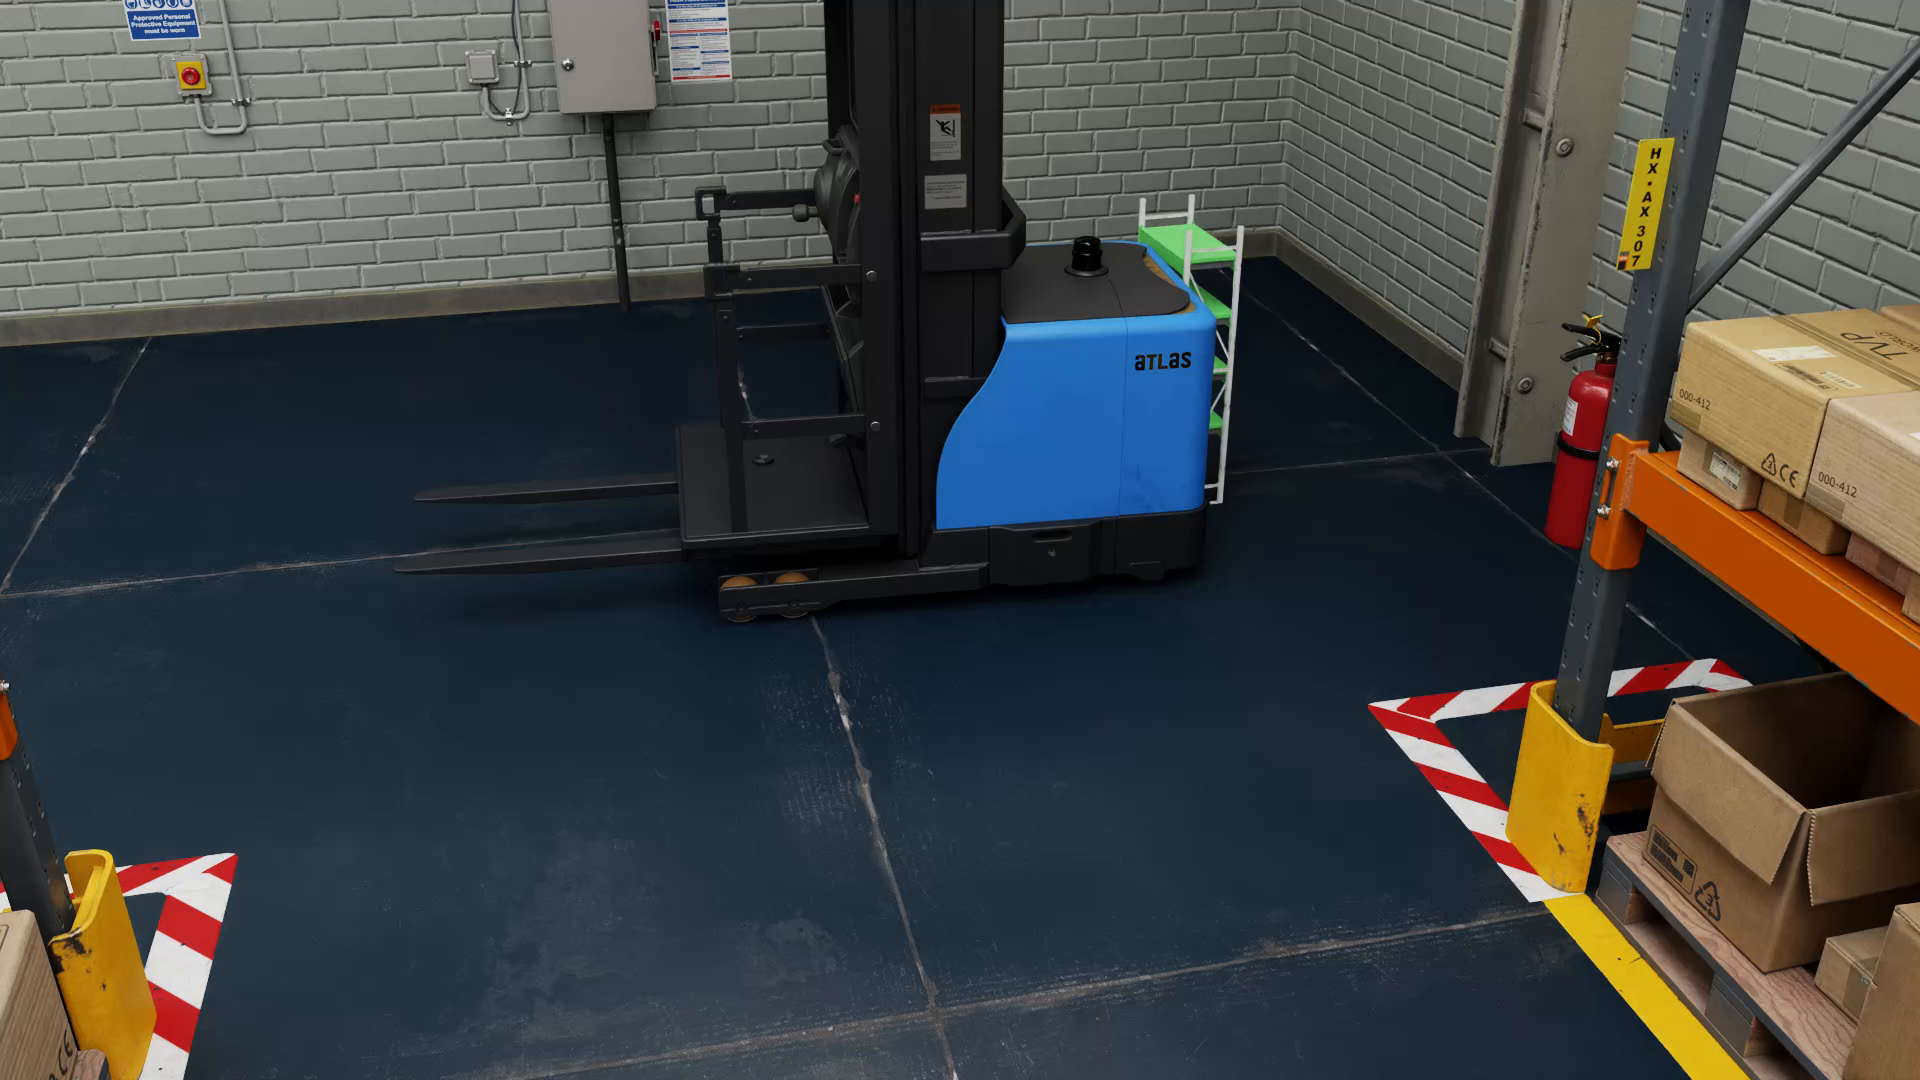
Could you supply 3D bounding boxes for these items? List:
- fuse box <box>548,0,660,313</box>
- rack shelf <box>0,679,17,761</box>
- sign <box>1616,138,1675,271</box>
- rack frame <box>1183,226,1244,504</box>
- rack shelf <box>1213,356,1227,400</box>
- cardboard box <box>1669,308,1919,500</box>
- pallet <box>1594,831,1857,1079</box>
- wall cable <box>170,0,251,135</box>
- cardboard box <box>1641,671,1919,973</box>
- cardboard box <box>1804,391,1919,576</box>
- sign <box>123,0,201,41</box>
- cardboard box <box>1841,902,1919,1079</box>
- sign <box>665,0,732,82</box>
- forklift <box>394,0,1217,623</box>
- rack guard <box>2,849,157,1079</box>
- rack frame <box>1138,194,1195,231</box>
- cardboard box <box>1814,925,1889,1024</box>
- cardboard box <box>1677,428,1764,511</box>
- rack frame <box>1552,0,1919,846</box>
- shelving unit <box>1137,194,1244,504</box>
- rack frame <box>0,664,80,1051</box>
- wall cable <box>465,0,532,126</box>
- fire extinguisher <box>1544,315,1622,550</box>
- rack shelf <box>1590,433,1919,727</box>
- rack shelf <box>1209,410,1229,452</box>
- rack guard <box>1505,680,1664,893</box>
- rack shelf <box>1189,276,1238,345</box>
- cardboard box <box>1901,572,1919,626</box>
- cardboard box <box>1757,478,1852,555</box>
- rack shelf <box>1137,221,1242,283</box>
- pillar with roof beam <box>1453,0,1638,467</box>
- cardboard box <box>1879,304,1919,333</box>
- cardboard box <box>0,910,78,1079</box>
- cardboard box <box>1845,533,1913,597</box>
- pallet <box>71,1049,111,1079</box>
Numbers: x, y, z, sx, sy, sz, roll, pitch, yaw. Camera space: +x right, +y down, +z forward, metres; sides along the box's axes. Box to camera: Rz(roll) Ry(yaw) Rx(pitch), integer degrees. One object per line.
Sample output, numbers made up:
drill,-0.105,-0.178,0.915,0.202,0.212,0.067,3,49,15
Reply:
fuse box,-1.832,-2.033,8.879,0.539,1.711,0.414,-6,27,-12
rack shelf,-2.168,1.213,1.816,1.077,0.370,4.000,-6,27,-12
sign,1.688,-0.823,4.091,0.100,0.325,0.005,-6,27,-12
rack frame,0.997,-0.681,6.768,0.240,1.200,0.015,-7,28,-14
rack shelf,0.930,-0.730,7.006,0.258,0.148,0.480,-7,28,-14
cardboard box,2.057,-0.331,3.914,0.500,0.250,0.500,-6,27,-11
pallet,2.415,1.136,4.265,1.003,0.211,1.213,-6,27,-12
wall cable,-3.912,-2.927,8.057,0.585,1.953,0.123,-6,27,-12
cardboard box,2.262,0.713,4.312,0.797,0.503,0.637,-7,28,-14
cardboard box,2.170,-0.110,3.475,0.500,0.250,0.500,-6,27,-11
sign,-3.973,-2.602,8.276,0.327,0.218,0.001,-6,27,-12
cardboard box,2.417,1.094,3.562,0.700,0.500,0.500,-5,27,-9
sign,-1.398,-2.707,8.890,0.329,0.494,0.001,-6,27,-12
forklift,-0.619,-1.261,5.995,3.031,2.935,1.130,-4,27,-9
rack guard,-2.624,1.119,3.978,1.175,0.500,0.348,-6,27,-12
rack frame,0.863,-0.893,7.187,0.240,1.200,0.015,-7,28,-14
cardboard box,2.320,1.062,4.015,0.380,0.149,0.250,-7,28,-14
cardboard box,2.024,-0.208,4.111,0.380,0.149,0.250,-6,27,-12
rack frame,2.217,-0.492,4.396,1.000,3.000,0.127,-6,27,-12
shelving unit,0.930,-0.787,6.978,0.258,1.200,0.503,-7,28,-14
rack frame,-2.618,0.014,3.394,1.000,3.000,0.127,-6,27,-12
wall cable,-2.533,-3.062,8.360,0.588,1.984,0.122,-6,27,-12
fire extinguisher,1.733,-0.309,4.532,0.296,0.674,0.183,-6,27,-12
rack shelf,2.668,0.707,2.818,1.077,0.370,4.000,-6,27,-12
rack shelf,0.930,-0.516,7.114,0.258,0.148,0.480,-7,28,-14
rack guard,2.234,0.657,4.893,1.175,0.500,0.348,-6,27,-12
rack shelf,0.930,-0.944,6.898,0.258,0.148,0.480,-7,28,-14
cardboard box,2.216,0.128,3.445,0.380,0.149,0.250,-5,27,-10
cardboard box,2.126,-0.101,3.899,0.380,0.149,0.250,-5,27,-10
rack shelf,0.930,-1.158,6.790,0.258,0.148,0.480,-7,28,-14
pillar with roof beam,-1.707,-4.008,4.704,9.100,9.000,0.400,-6,27,-12
cardboard box,2.579,-0.383,4.016,0.500,0.250,0.500,-5,27,-10
cardboard box,-2.372,1.250,3.323,0.875,0.438,0.875,-7,28,-13
cardboard box,2.219,0.011,3.678,0.380,0.149,0.250,-6,27,-12
pallet,-2.362,1.602,3.342,1.003,0.211,1.213,-6,27,-12
